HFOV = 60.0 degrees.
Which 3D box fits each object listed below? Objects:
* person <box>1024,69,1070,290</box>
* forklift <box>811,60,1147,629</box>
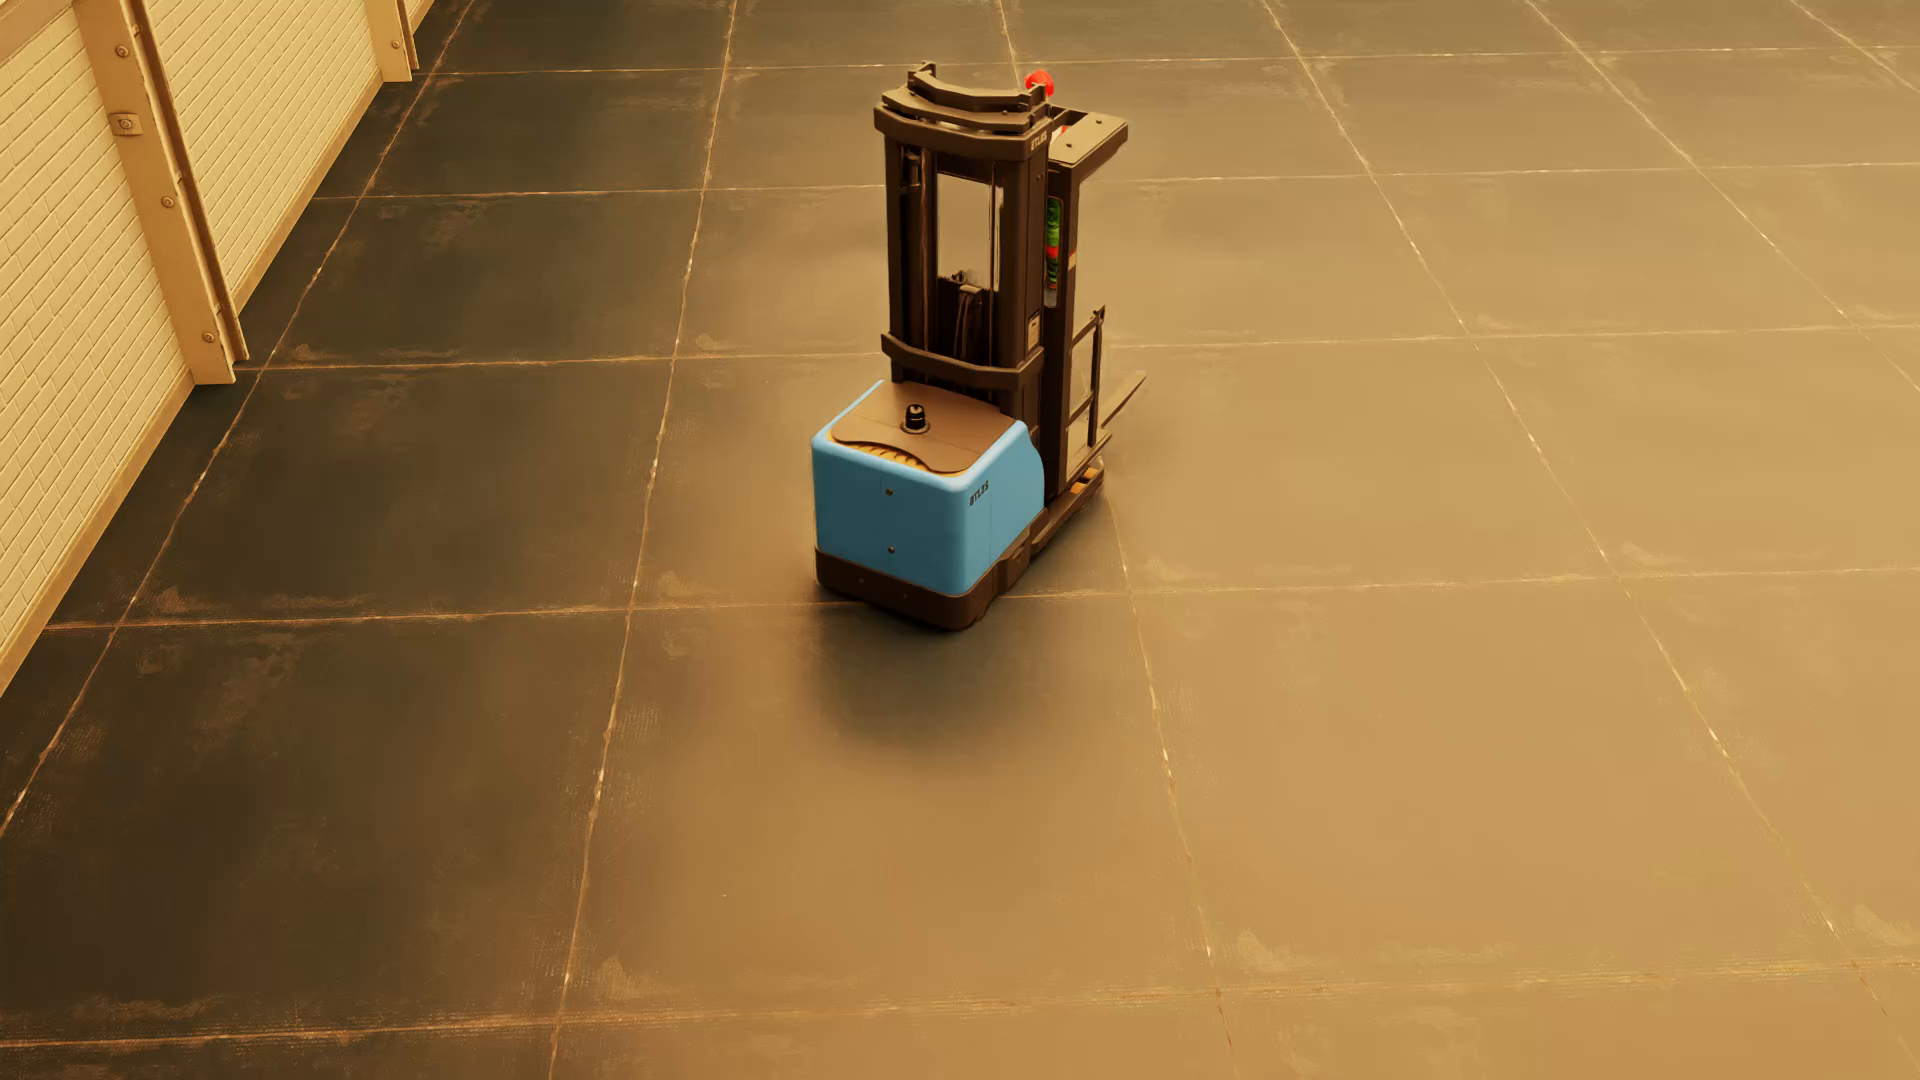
[{"bbox_3d":[0.605,-2.770,12.814,0.631,1.811,0.501,-7,37,-9],"label":"person"},{"bbox_3d":[0.289,-1.512,10.087,1.130,2.935,3.031,18,40,23],"label":"forklift"}]
